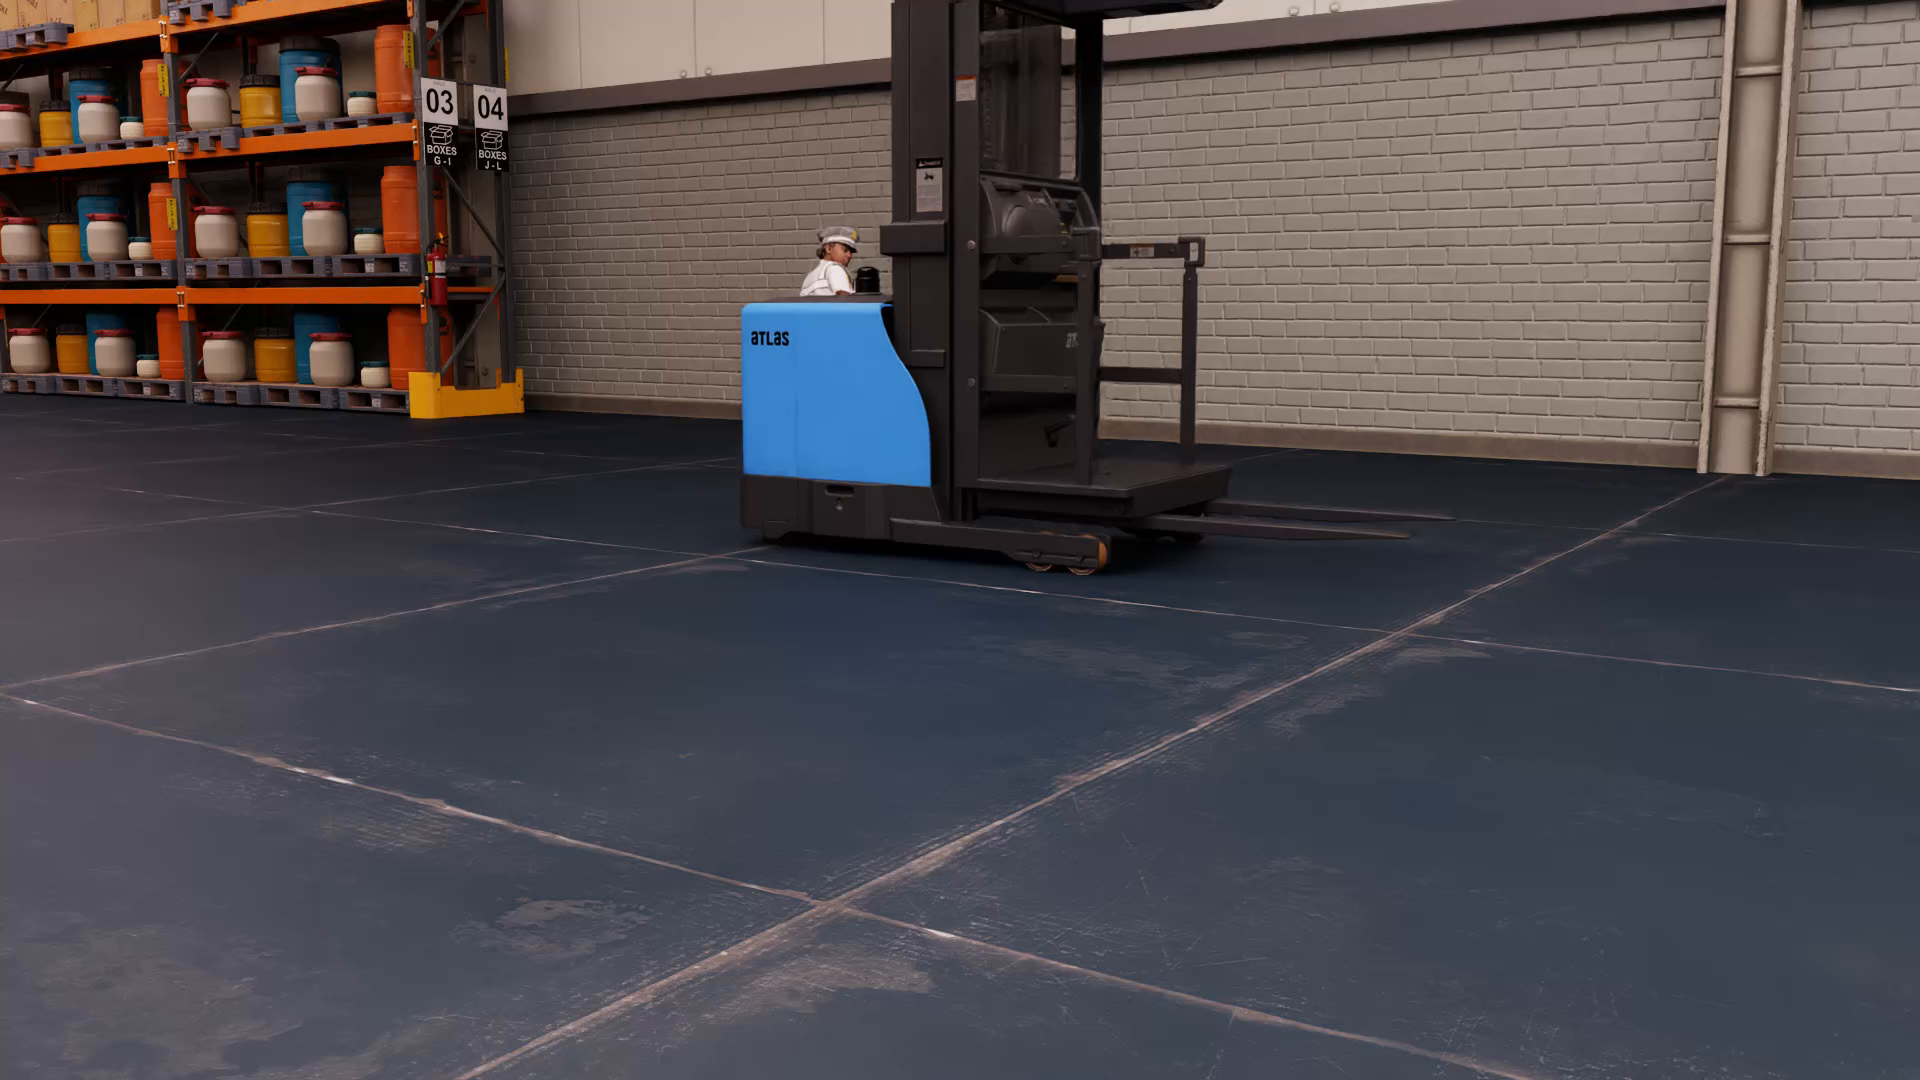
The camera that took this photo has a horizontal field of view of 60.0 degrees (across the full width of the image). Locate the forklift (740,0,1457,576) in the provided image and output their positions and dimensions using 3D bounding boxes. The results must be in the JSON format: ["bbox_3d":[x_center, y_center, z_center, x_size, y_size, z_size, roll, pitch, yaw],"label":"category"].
[{"bbox_3d":[0.527,-1.393,6.989,3.031,2.935,1.130,5,10,32],"label":"forklift"}]

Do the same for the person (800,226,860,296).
[{"bbox_3d":[-0.649,-1.129,10.160,0.704,1.552,0.778,6,10,35],"label":"person"}]
